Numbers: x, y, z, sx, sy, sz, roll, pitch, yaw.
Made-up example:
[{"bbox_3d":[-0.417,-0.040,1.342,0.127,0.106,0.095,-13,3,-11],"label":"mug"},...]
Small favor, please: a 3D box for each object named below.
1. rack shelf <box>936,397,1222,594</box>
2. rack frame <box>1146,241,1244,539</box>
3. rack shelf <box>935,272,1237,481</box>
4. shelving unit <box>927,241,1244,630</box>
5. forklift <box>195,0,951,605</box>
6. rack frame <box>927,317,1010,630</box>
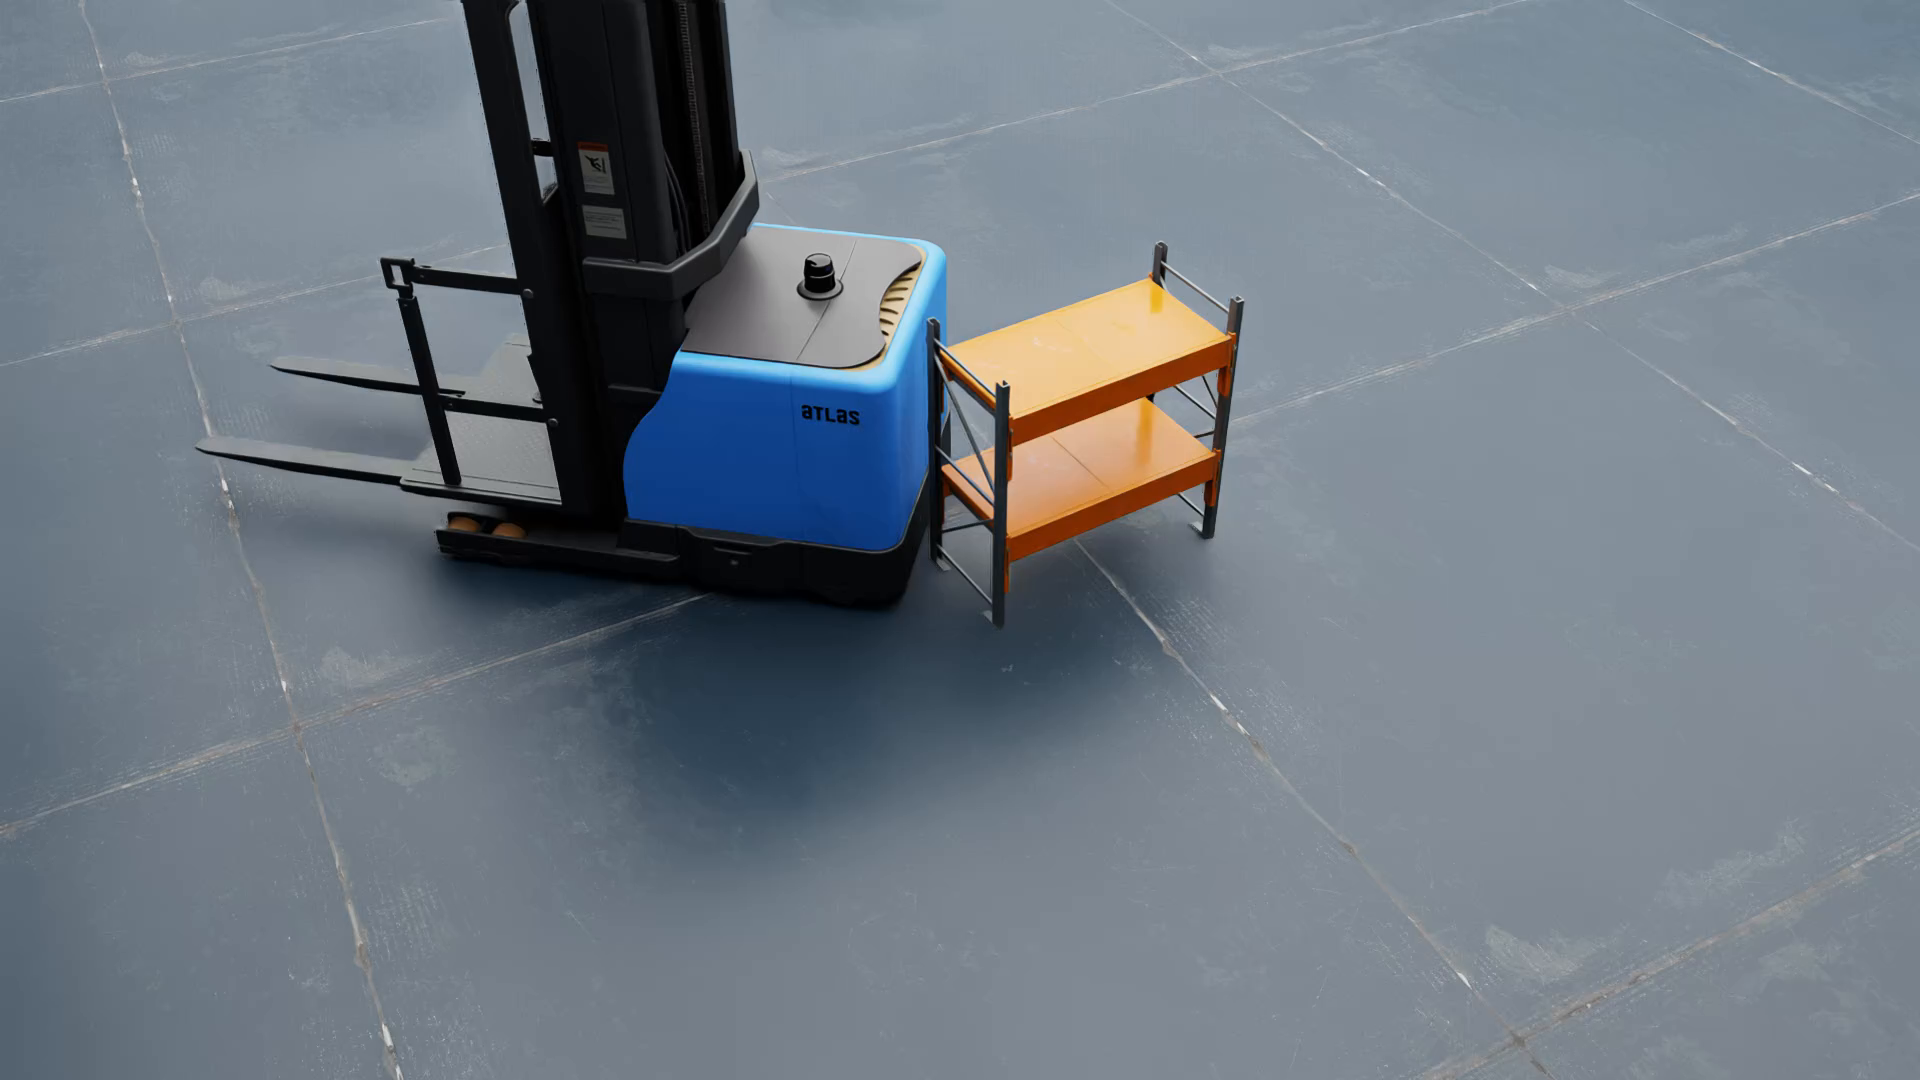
[{"bbox_3d":[0.457,-0.214,6.510,1.000,0.278,0.538,-22,45,-24],"label":"rack shelf"},{"bbox_3d":[0.889,-0.574,6.557,0.032,1.125,0.500,-22,45,-24],"label":"rack frame"},{"bbox_3d":[0.457,-0.624,6.163,1.000,0.278,0.538,-22,45,-24],"label":"rack shelf"},{"bbox_3d":[0.457,-0.400,6.352,1.048,1.125,0.538,-22,45,-24],"label":"shelving unit"},{"bbox_3d":[-1.609,-1.346,6.072,3.031,2.935,1.130,8,41,9],"label":"forklift"},{"bbox_3d":[0.025,-0.227,6.147,0.032,1.125,0.500,-22,45,-24],"label":"rack frame"}]
